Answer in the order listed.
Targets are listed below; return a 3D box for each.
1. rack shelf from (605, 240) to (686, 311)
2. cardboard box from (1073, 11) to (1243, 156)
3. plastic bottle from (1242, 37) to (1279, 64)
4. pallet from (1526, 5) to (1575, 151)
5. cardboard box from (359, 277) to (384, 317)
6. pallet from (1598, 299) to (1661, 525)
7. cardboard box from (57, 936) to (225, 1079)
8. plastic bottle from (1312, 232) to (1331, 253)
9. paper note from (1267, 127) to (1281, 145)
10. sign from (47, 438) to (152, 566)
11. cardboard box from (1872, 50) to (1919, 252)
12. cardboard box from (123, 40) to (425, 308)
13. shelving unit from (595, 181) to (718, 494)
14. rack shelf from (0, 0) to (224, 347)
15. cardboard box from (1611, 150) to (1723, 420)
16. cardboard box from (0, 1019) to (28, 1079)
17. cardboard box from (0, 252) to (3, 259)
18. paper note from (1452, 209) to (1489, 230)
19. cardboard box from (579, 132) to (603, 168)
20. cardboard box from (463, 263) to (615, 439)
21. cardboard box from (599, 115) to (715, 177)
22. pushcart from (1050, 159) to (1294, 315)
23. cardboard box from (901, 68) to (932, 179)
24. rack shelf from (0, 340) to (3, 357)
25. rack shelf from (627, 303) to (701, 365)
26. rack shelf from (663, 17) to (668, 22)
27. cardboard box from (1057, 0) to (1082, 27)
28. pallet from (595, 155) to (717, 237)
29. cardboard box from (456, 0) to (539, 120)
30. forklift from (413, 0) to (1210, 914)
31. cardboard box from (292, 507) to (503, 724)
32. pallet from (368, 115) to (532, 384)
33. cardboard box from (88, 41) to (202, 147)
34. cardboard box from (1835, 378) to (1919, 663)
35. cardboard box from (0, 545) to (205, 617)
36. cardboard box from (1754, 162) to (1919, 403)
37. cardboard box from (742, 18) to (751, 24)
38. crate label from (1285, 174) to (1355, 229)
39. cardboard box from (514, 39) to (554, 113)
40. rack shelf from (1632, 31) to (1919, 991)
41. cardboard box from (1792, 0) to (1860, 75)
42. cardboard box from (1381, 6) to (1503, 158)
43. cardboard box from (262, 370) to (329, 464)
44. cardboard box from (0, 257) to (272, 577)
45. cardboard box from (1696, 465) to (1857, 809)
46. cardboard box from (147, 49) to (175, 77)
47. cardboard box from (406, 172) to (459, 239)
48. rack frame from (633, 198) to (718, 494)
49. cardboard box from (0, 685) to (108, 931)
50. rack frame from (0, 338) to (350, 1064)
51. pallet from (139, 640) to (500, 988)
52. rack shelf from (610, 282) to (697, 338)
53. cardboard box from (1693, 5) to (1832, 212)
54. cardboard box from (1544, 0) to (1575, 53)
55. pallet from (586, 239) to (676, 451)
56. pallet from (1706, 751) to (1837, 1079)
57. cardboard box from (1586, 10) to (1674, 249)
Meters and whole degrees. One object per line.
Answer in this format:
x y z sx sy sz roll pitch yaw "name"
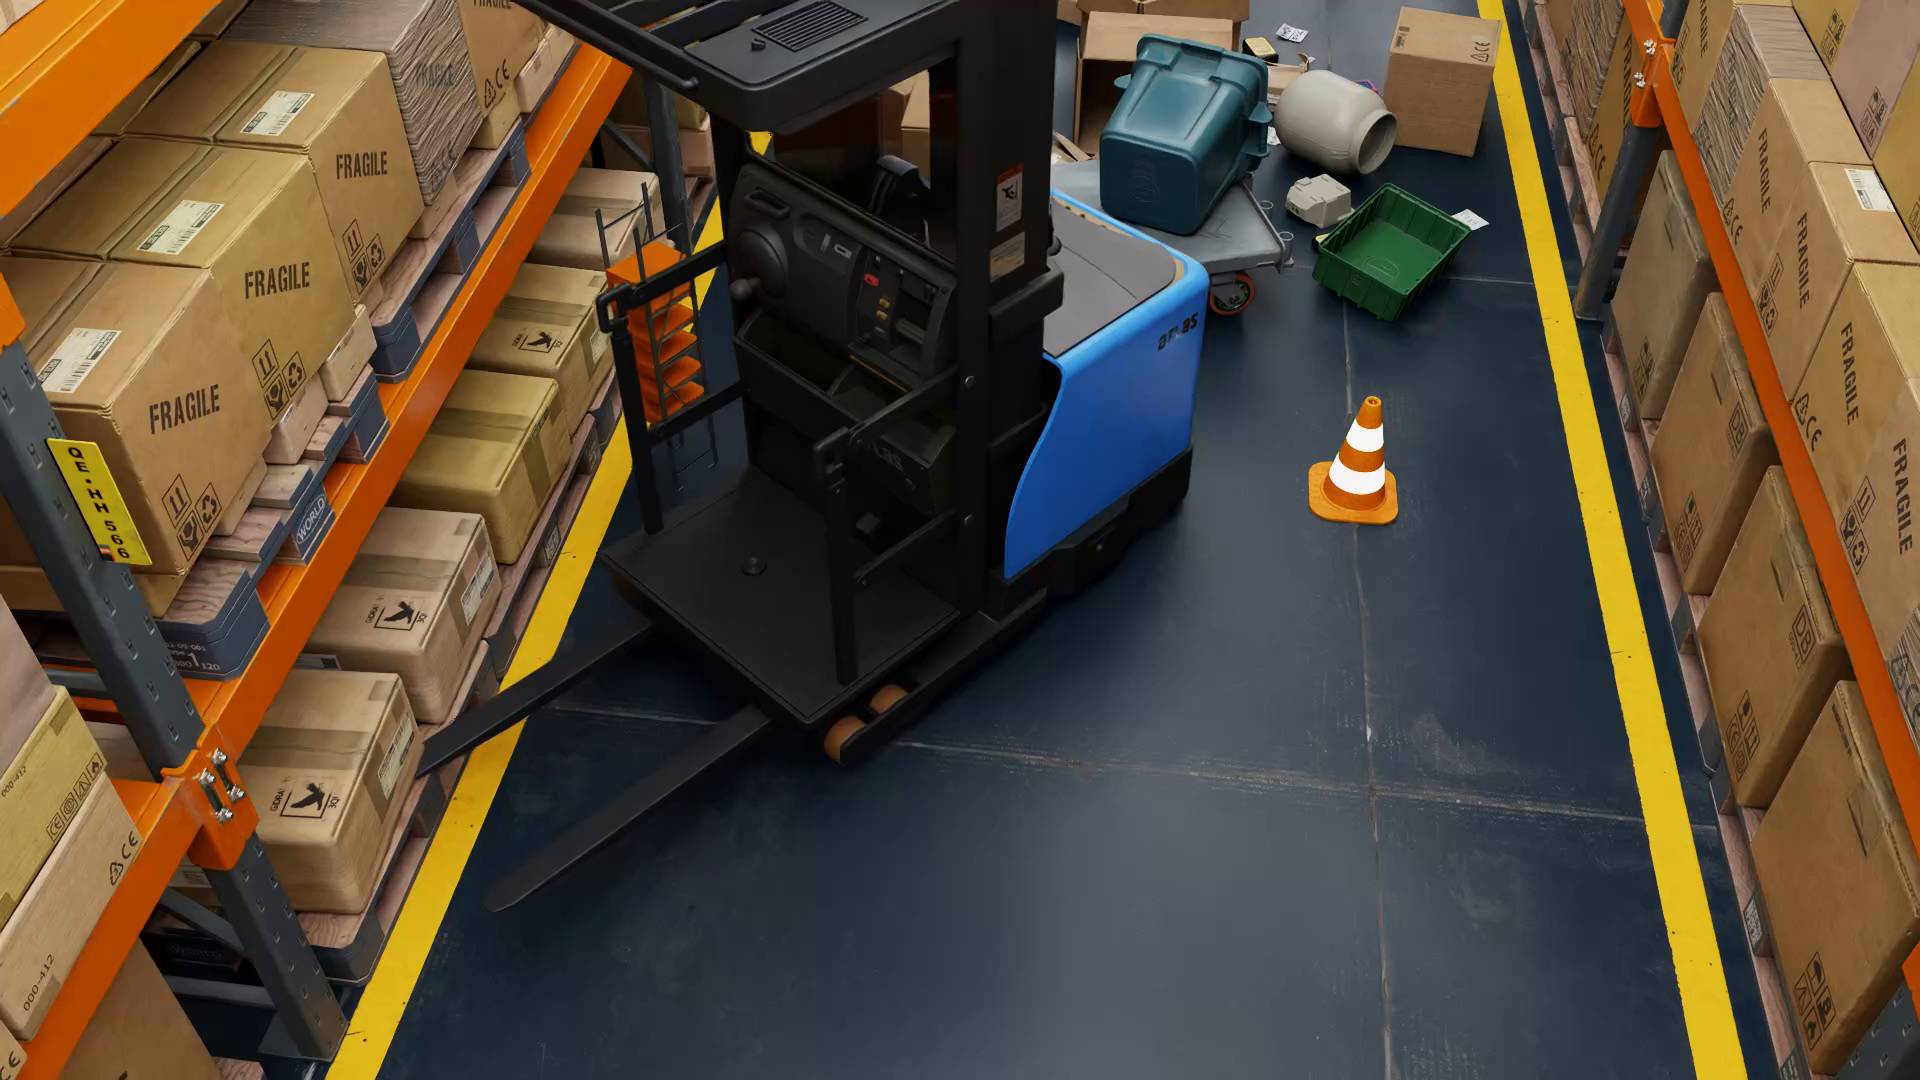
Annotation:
-1.103 -0.947 5.919 0.180 0.103 0.258 28 50 26 "rack shelf"
0.963 -2.229 8.139 0.797 0.637 0.503 5 44 6 "cardboard box"
1.634 -2.622 8.975 0.133 0.061 0.283 -9 44 -9 "plastic bottle"
3.530 -2.376 8.606 1.003 0.211 1.213 5 44 6 "pallet"
-1.865 -0.694 4.678 0.380 0.149 0.250 8 44 8 "cardboard box"
3.165 -0.499 6.623 1.003 0.211 1.213 5 44 6 "pallet"
-2.430 1.383 3.848 0.875 0.875 0.875 5 44 5 "cardboard box"
1.733 -1.303 7.581 0.133 0.061 0.283 -16 46 -16 "plastic bottle"
1.558 -2.055 8.404 0.172 0.023 0.155 20 47 20 "paper note"
-1.705 -0.071 3.302 0.100 0.325 0.005 5 44 6 "sign"
2.932 -1.065 4.394 0.700 0.500 0.500 5 44 5 "cardboard box"
-1.842 -1.000 4.530 0.500 0.500 0.500 6 44 6 "cardboard box"
-1.103 -0.718 6.136 0.189 1.200 0.258 28 50 26 "shelving unit"
-1.992 -1.890 4.406 1.077 0.370 4.000 5 44 6 "rack shelf"
3.200 -0.948 6.401 1.050 0.750 0.750 5 44 5 "cardboard box"
-2.118 1.073 3.044 0.500 0.250 0.500 6 44 6 "cardboard box"
-2.472 -0.331 3.823 0.500 0.500 0.500 4 44 4 "cardboard box"
2.384 -1.507 7.819 0.147 0.020 0.142 -24 48 -23 "paper note"
-1.916 -2.007 7.882 0.500 0.250 0.500 7 44 7 "cardboard box"
-1.886 -0.776 6.493 0.950 0.372 0.625 8 44 8 "cardboard box"
-1.382 -1.957 7.829 0.500 0.250 0.500 3 44 4 "cardboard box"
0.539 -1.300 7.348 1.648 0.377 0.936 -9 44 -9 "pushcart"
0.041 -1.651 7.079 0.500 0.500 0.500 5 44 6 "cardboard box"
-2.520 0.836 1.527 1.077 0.370 4.000 5 44 6 "rack shelf"
-1.103 -0.773 6.084 0.180 0.103 0.258 28 50 26 "rack shelf"
-1.463 -3.527 8.316 1.077 0.370 4.000 5 44 6 "rack shelf"
0.631 -3.040 9.352 0.380 0.149 0.250 28 50 26 "cardboard box"
-1.673 -1.874 8.075 1.003 0.211 1.213 5 44 6 "pallet"
-1.699 -1.697 5.266 0.500 0.500 0.500 7 44 7 "cardboard box"
-0.521 -0.728 4.887 1.130 2.935 3.031 34 53 31 "forklift"
-2.082 0.215 5.447 0.950 0.372 0.625 4 44 5 "cardboard box"
-2.035 -0.982 5.245 1.003 0.211 1.213 5 44 6 "pallet"
-2.348 -1.028 4.560 0.500 0.500 0.500 3 43 3 "cardboard box"
2.525 -0.025 4.023 0.500 0.500 0.500 5 44 6 "cardboard box"
-2.029 0.035 3.909 0.380 0.149 0.250 3 44 3 "cardboard box"
2.654 -0.716 4.752 0.500 0.500 0.500 6 44 6 "cardboard box"
-1.323 -2.595 7.958 0.500 0.500 0.500 7 44 7 "cardboard box"
1.693 -1.606 7.846 0.298 0.136 0.250 -24 48 -23 "crate label"
-1.603 -1.580 5.614 0.380 0.149 0.250 6 44 6 "cardboard box"
2.928 -0.420 5.035 1.077 0.370 4.000 5 44 6 "rack shelf"
3.067 -1.754 5.121 0.700 0.500 0.500 5 44 5 "cardboard box"
2.381 -2.289 8.302 0.500 0.500 0.500 12 45 13 "cardboard box"
-1.876 -0.337 4.301 0.380 0.149 0.250 3 44 3 "cardboard box"
-1.967 -0.282 3.771 0.500 0.500 0.500 4 44 4 "cardboard box"
2.946 0.343 5.036 1.050 0.750 0.750 6 44 6 "cardboard box"
-2.319 -1.372 4.451 0.380 0.149 0.250 3 44 4 "cardboard box"
-1.767 -1.062 5.067 0.380 0.149 0.250 7 44 7 "cardboard box"
-1.031 -0.680 6.095 0.006 1.200 0.240 28 50 26 "rack frame"
-2.068 0.527 3.257 0.500 0.250 0.500 5 44 5 "cardboard box"
-2.256 0.301 3.751 1.000 3.000 0.127 5 44 6 "rack frame"
-2.151 0.781 5.272 1.003 0.211 1.213 5 44 6 "pallet"
-1.103 -0.860 6.001 0.180 0.103 0.258 28 50 26 "rack shelf"
2.790 -1.402 5.477 0.500 0.500 0.500 6 44 6 "cardboard box"
3.583 -3.083 8.564 0.875 0.875 0.875 5 44 5 "cardboard box"
-1.829 -0.882 7.028 1.003 0.211 1.213 5 44 6 "pallet"
2.843 1.164 4.867 1.003 0.211 1.213 5 44 6 "pallet"
3.345 -1.847 7.259 0.875 0.875 0.875 6 44 6 "cardboard box"
